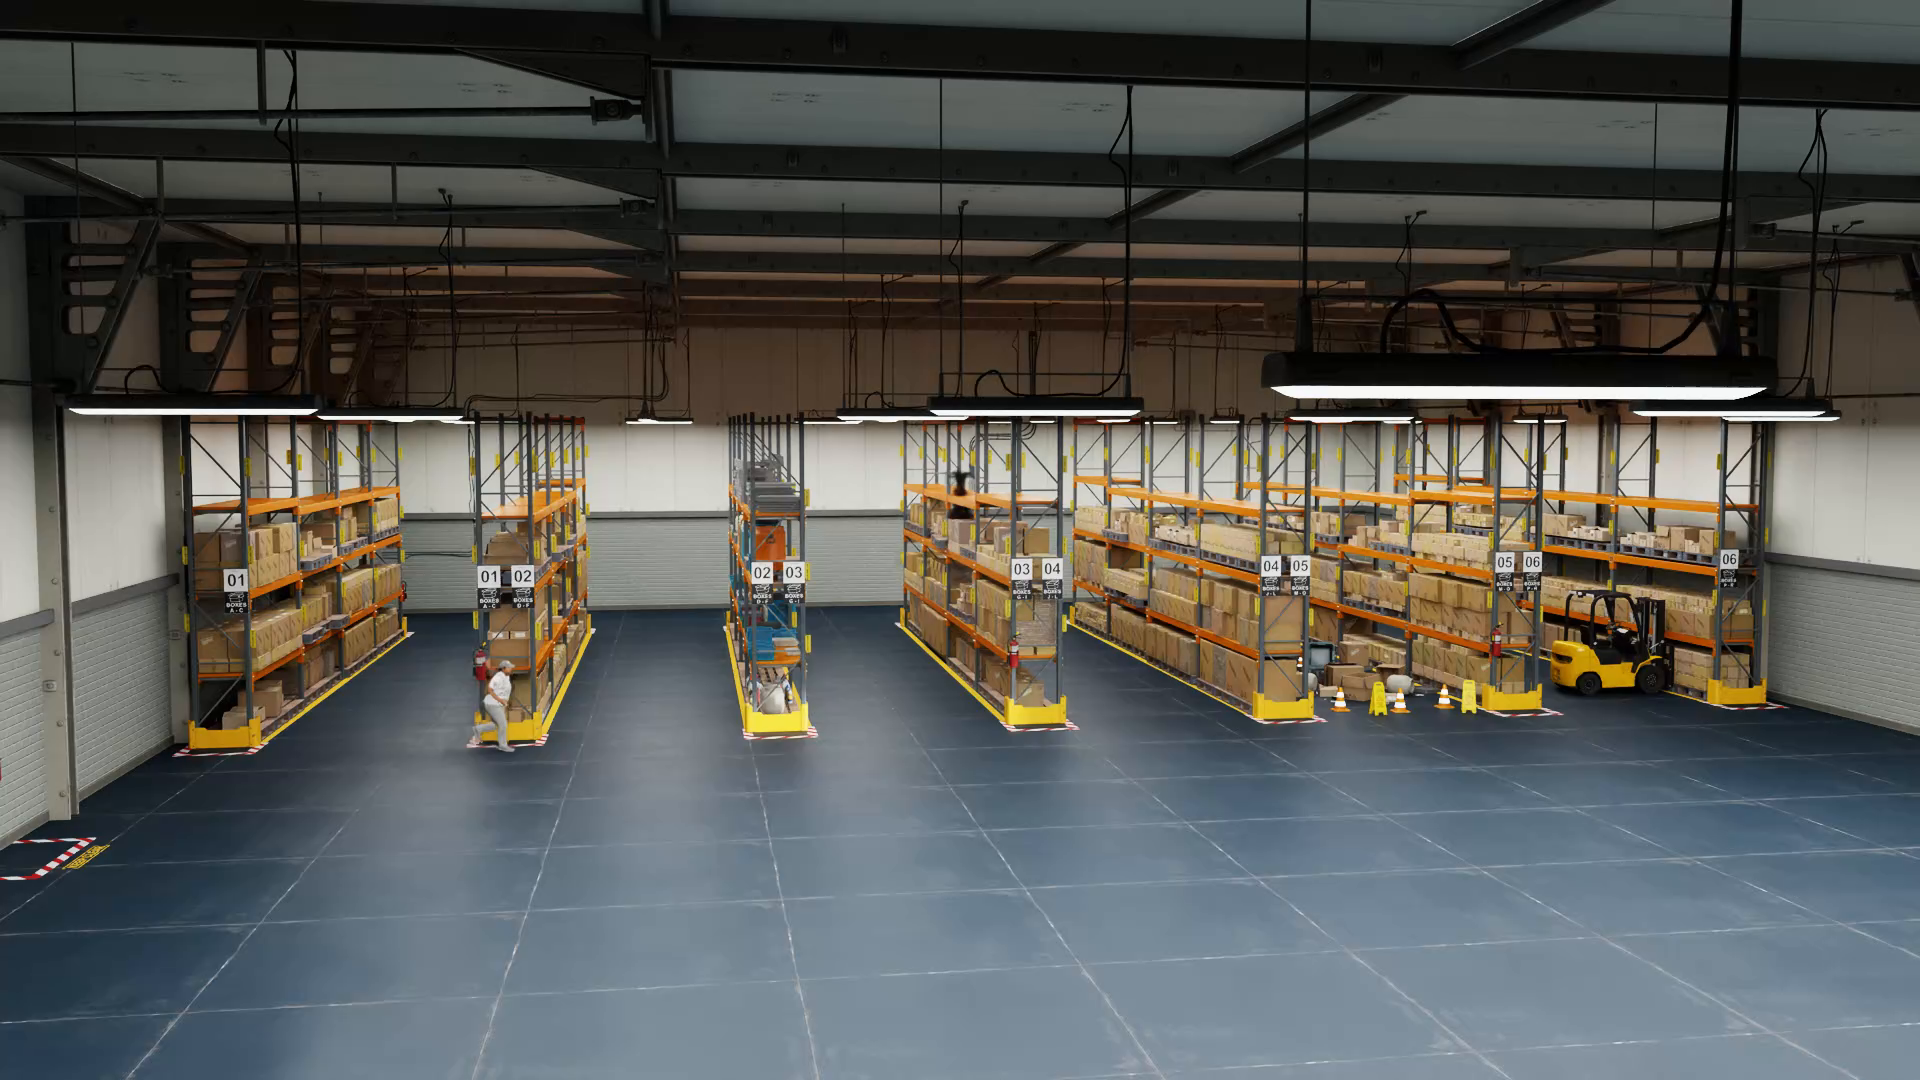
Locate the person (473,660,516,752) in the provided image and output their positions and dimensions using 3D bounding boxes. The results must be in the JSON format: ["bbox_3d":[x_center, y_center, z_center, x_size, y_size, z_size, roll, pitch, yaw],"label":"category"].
[{"bbox_3d":[-8.240,2.931,29.368,0.816,1.634,0.590,1,4,11],"label":"person"}]
